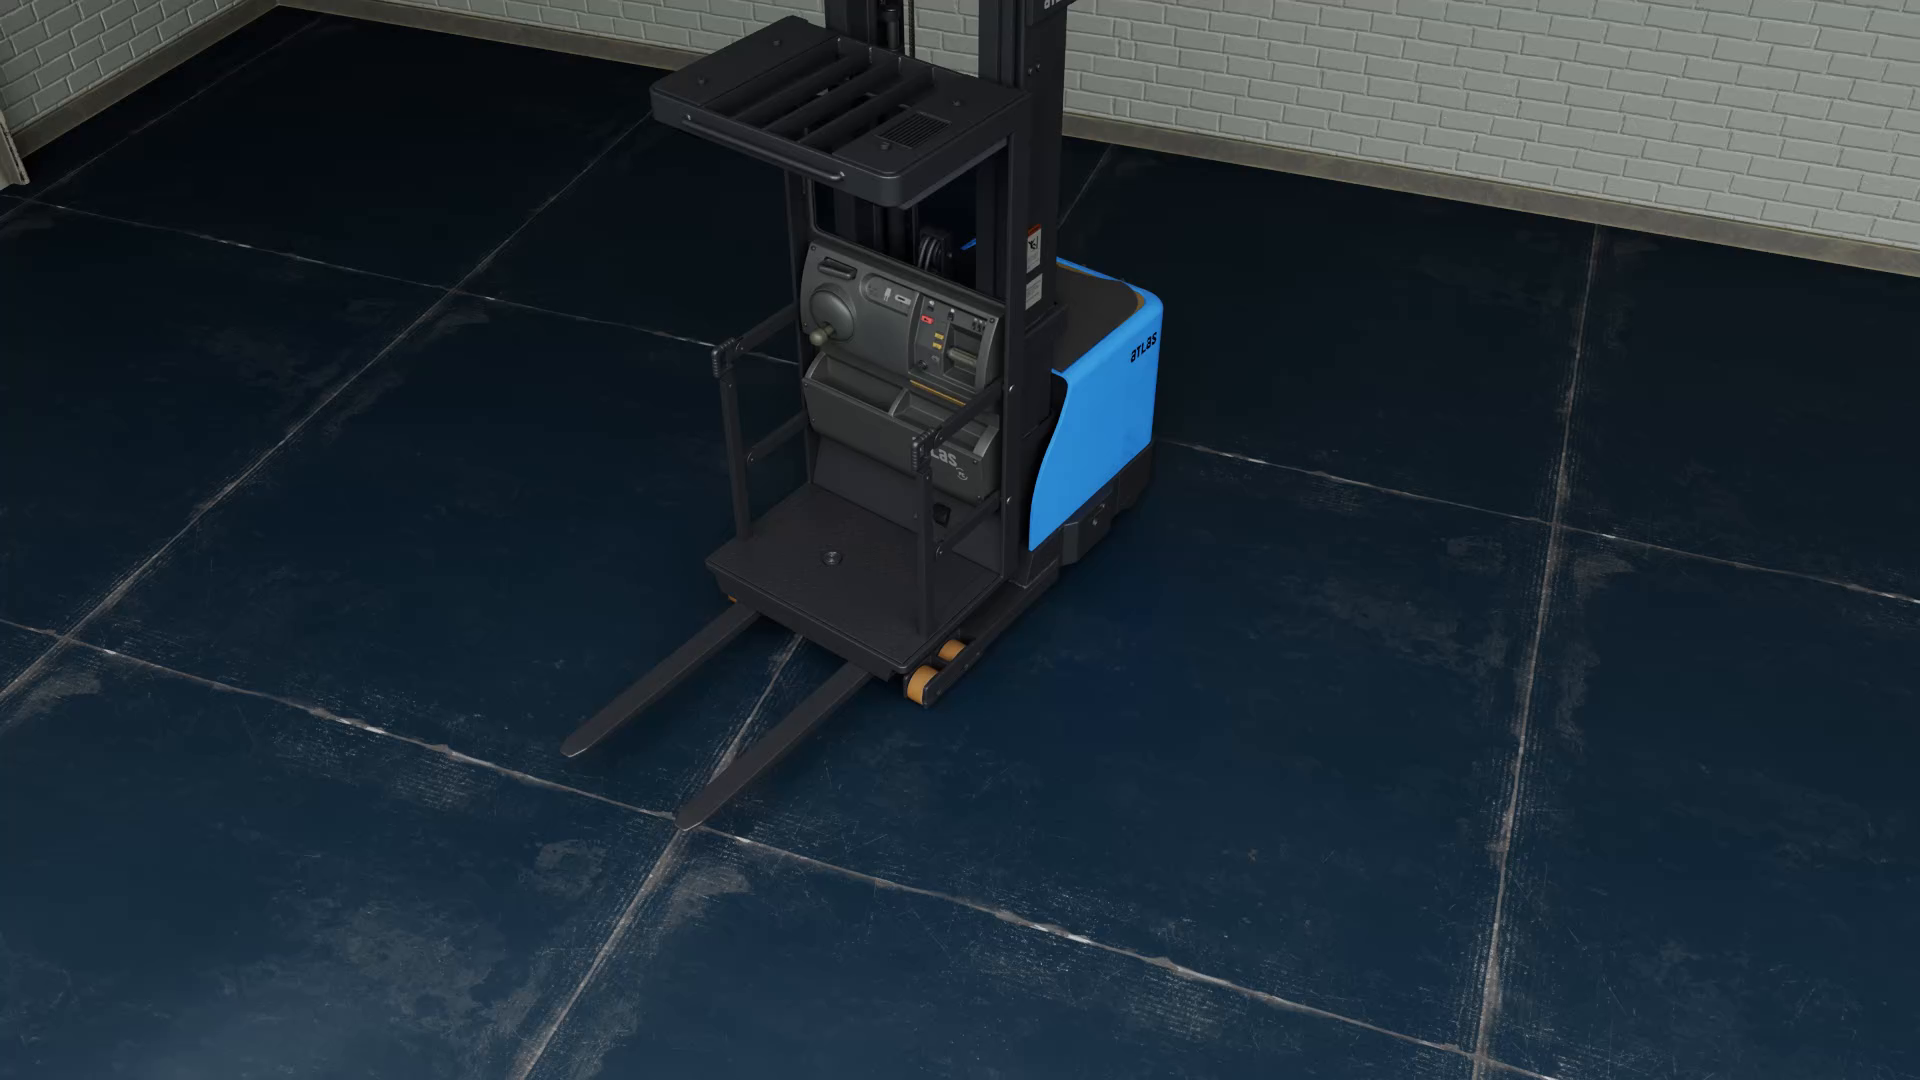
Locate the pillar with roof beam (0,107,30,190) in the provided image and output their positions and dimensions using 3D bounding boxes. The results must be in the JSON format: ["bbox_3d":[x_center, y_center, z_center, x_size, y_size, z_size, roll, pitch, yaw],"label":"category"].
[{"bbox_3d":[-1.928,-4.608,6.171,9.100,9.000,0.400,13,42,15],"label":"pillar with roof beam"}]

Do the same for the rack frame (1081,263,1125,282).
[{"bbox_3d":[0.670,-0.916,8.084,0.240,0.900,0.006,26,47,27],"label":"rack frame"}]

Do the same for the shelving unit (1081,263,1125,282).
[{"bbox_3d":[0.609,-0.863,8.022,0.258,0.900,0.210,26,47,27],"label":"shelving unit"}]

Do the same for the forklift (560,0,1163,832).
[{"bbox_3d":[-0.372,-0.791,6.373,1.130,2.935,3.031,26,47,27],"label":"forklift"}]
